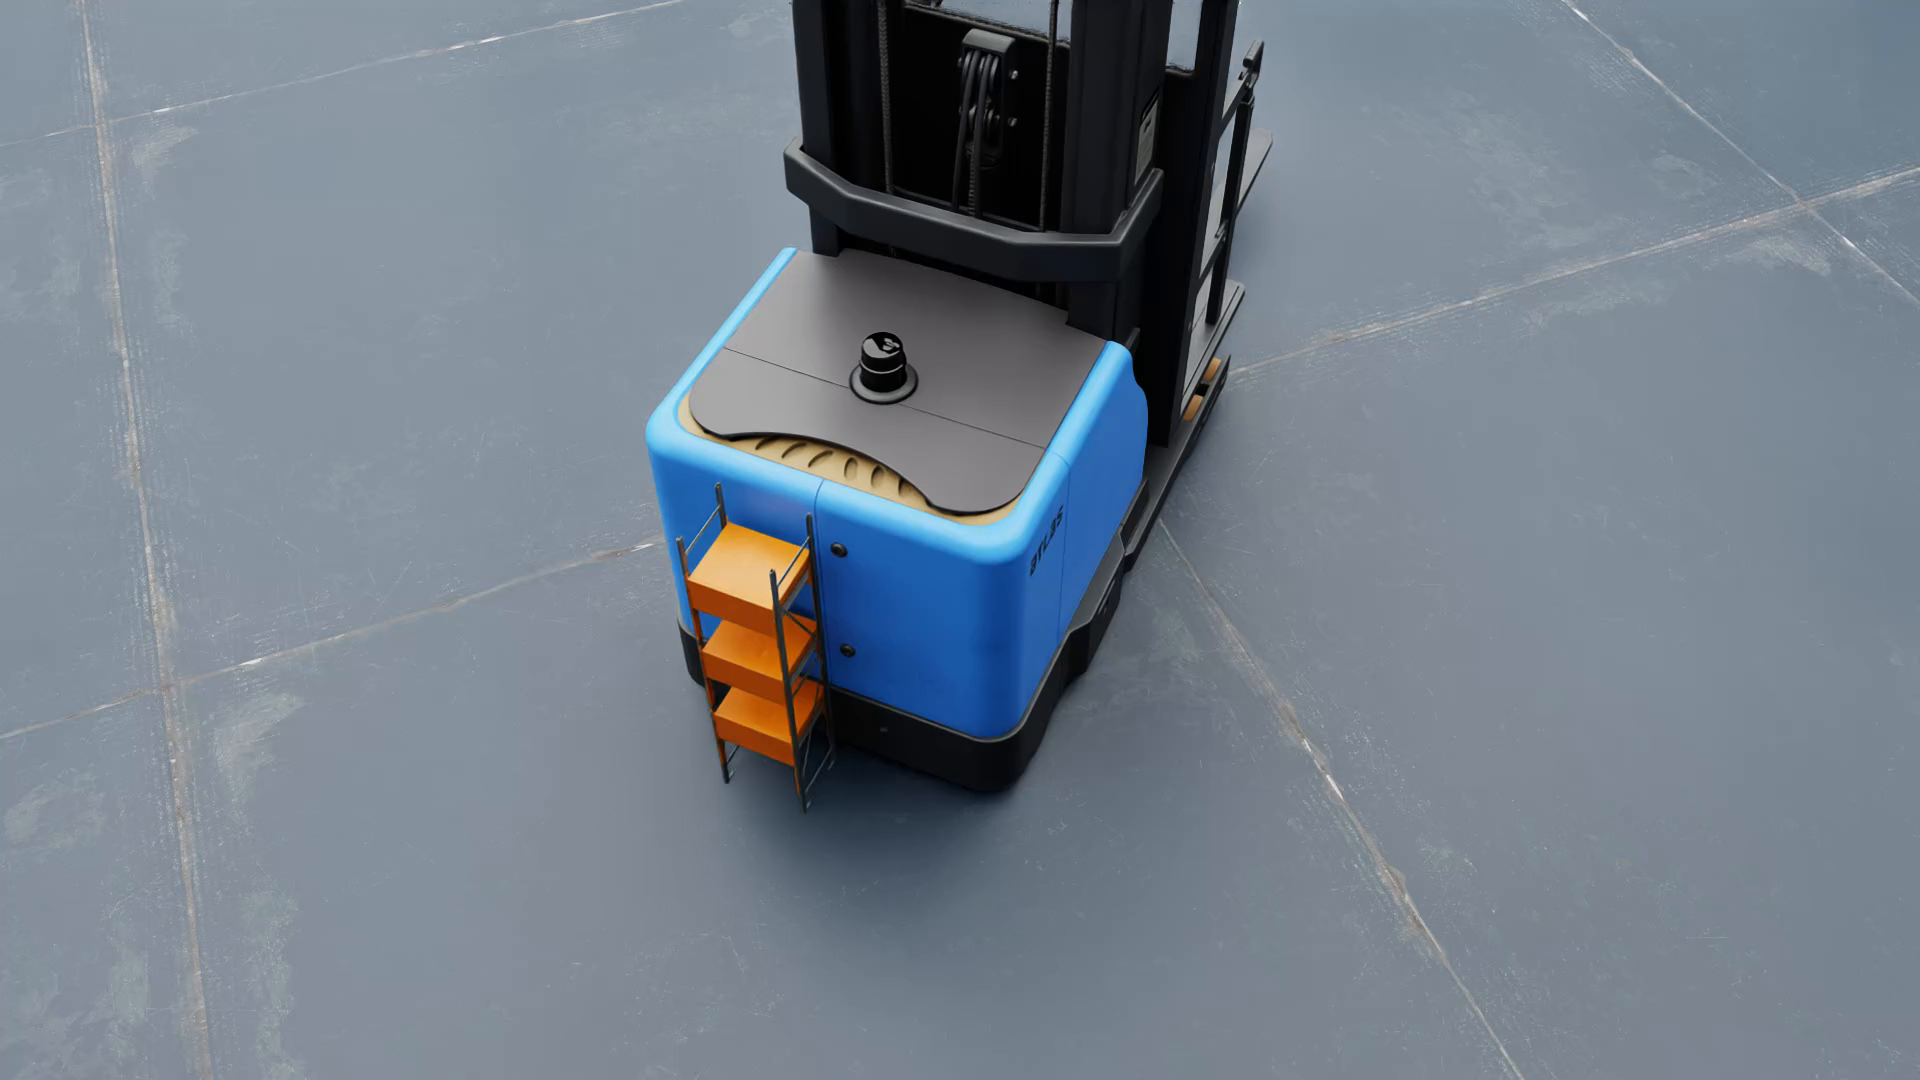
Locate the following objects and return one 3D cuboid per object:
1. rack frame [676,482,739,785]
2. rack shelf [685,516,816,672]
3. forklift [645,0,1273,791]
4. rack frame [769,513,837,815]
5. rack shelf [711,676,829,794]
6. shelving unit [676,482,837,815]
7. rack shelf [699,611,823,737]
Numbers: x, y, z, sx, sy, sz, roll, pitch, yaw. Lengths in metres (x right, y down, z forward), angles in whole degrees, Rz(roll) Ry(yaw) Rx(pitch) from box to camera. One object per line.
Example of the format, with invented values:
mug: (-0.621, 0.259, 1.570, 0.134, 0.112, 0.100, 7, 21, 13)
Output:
rack frame: (-0.617, 0.273, 4.323, 0.008, 1.050, 0.200, 19, 52, 15)
rack shelf: (-0.505, 0.133, 4.084, 0.240, 0.259, 0.215, 19, 52, 15)
forklift: (0.261, -1.404, 4.524, 1.130, 2.935, 3.031, 19, 52, 15)
rack frame: (-0.393, 0.348, 4.259, 0.008, 1.050, 0.200, 19, 52, 15)
rack shelf: (-0.505, 0.499, 4.510, 0.240, 0.259, 0.215, 19, 52, 15)
shelving unit: (-0.505, 0.311, 4.291, 0.252, 1.050, 0.215, 19, 52, 15)
rack shelf: (-0.505, 0.318, 4.299, 0.240, 0.259, 0.215, 19, 52, 15)
